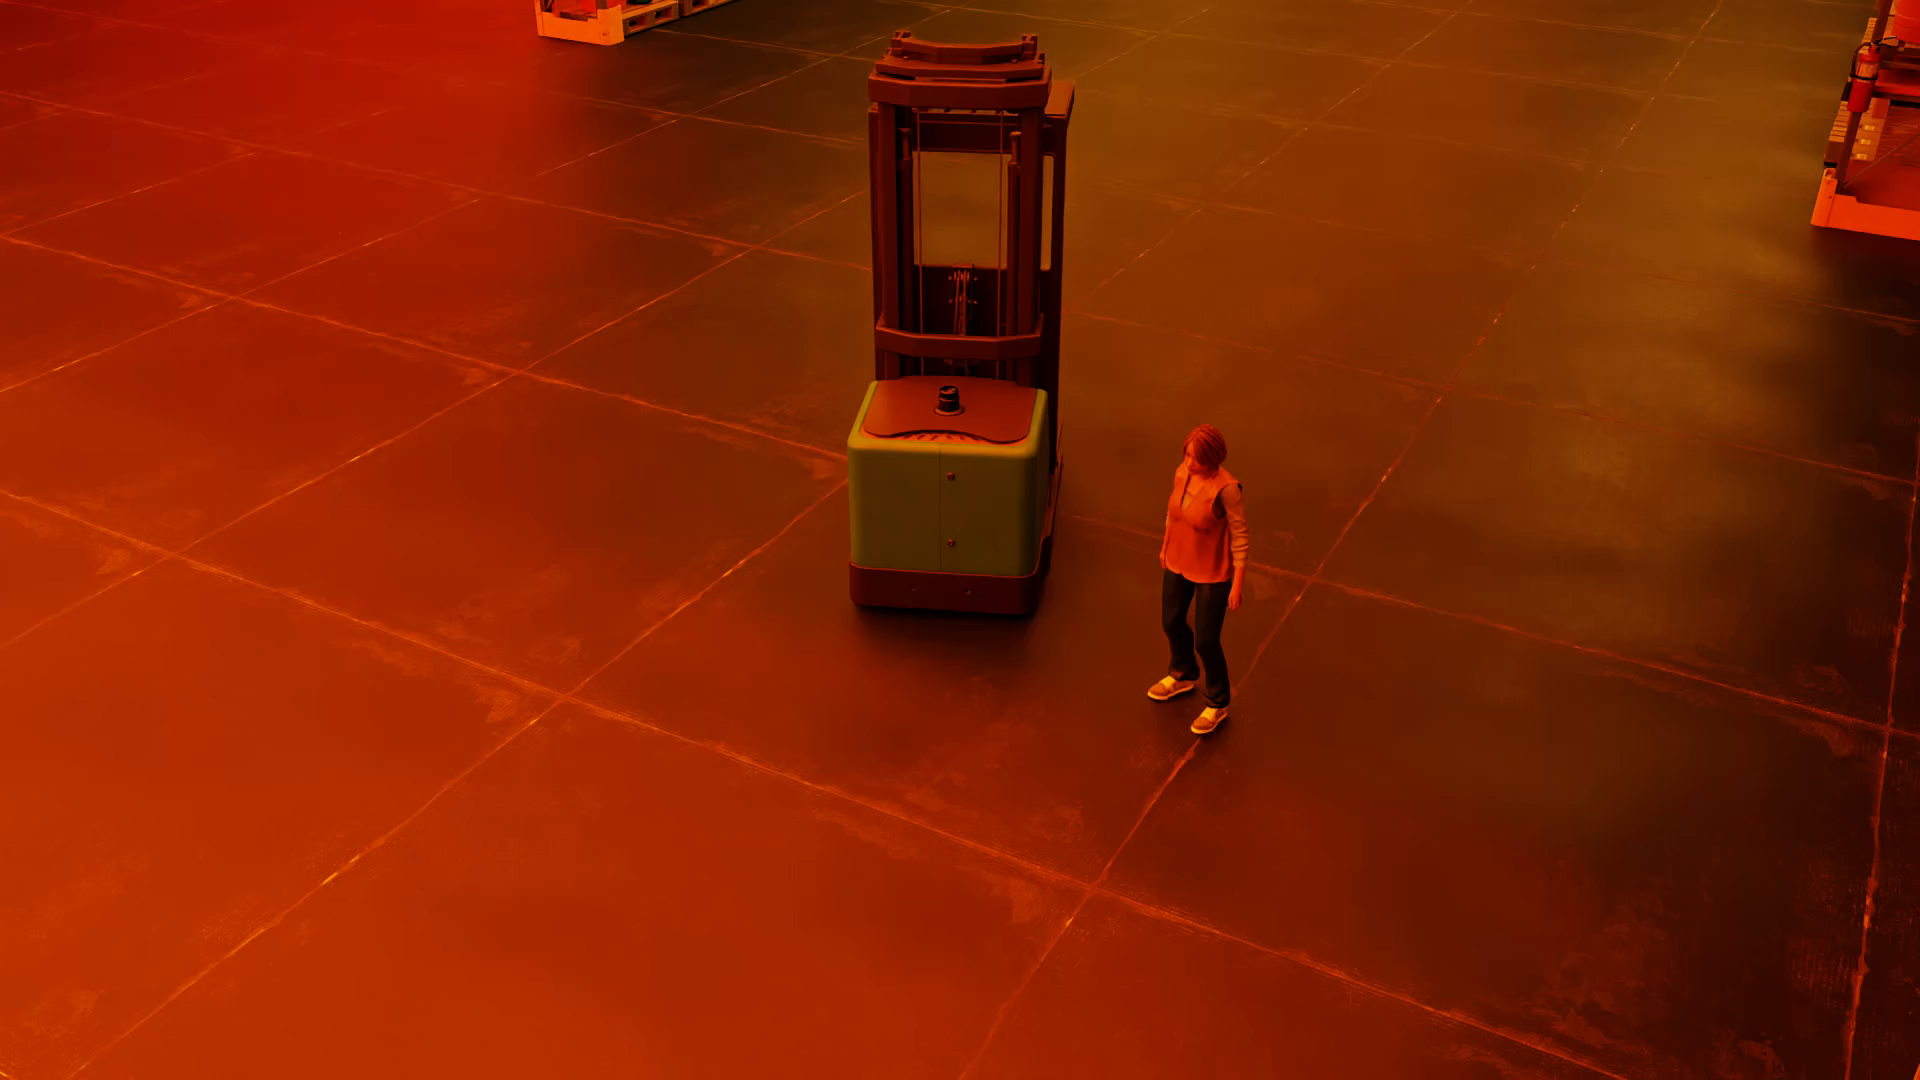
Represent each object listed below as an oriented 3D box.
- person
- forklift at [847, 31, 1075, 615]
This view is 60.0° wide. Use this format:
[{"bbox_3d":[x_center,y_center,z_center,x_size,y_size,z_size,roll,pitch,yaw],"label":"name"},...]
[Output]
[{"bbox_3d":[1.166,0.149,8.148,0.317,1.599,0.465,-23,37,-34],"label":"person"},{"bbox_3d":[0.072,-1.572,9.794,1.130,2.935,3.031,3,30,6],"label":"forklift"}]
